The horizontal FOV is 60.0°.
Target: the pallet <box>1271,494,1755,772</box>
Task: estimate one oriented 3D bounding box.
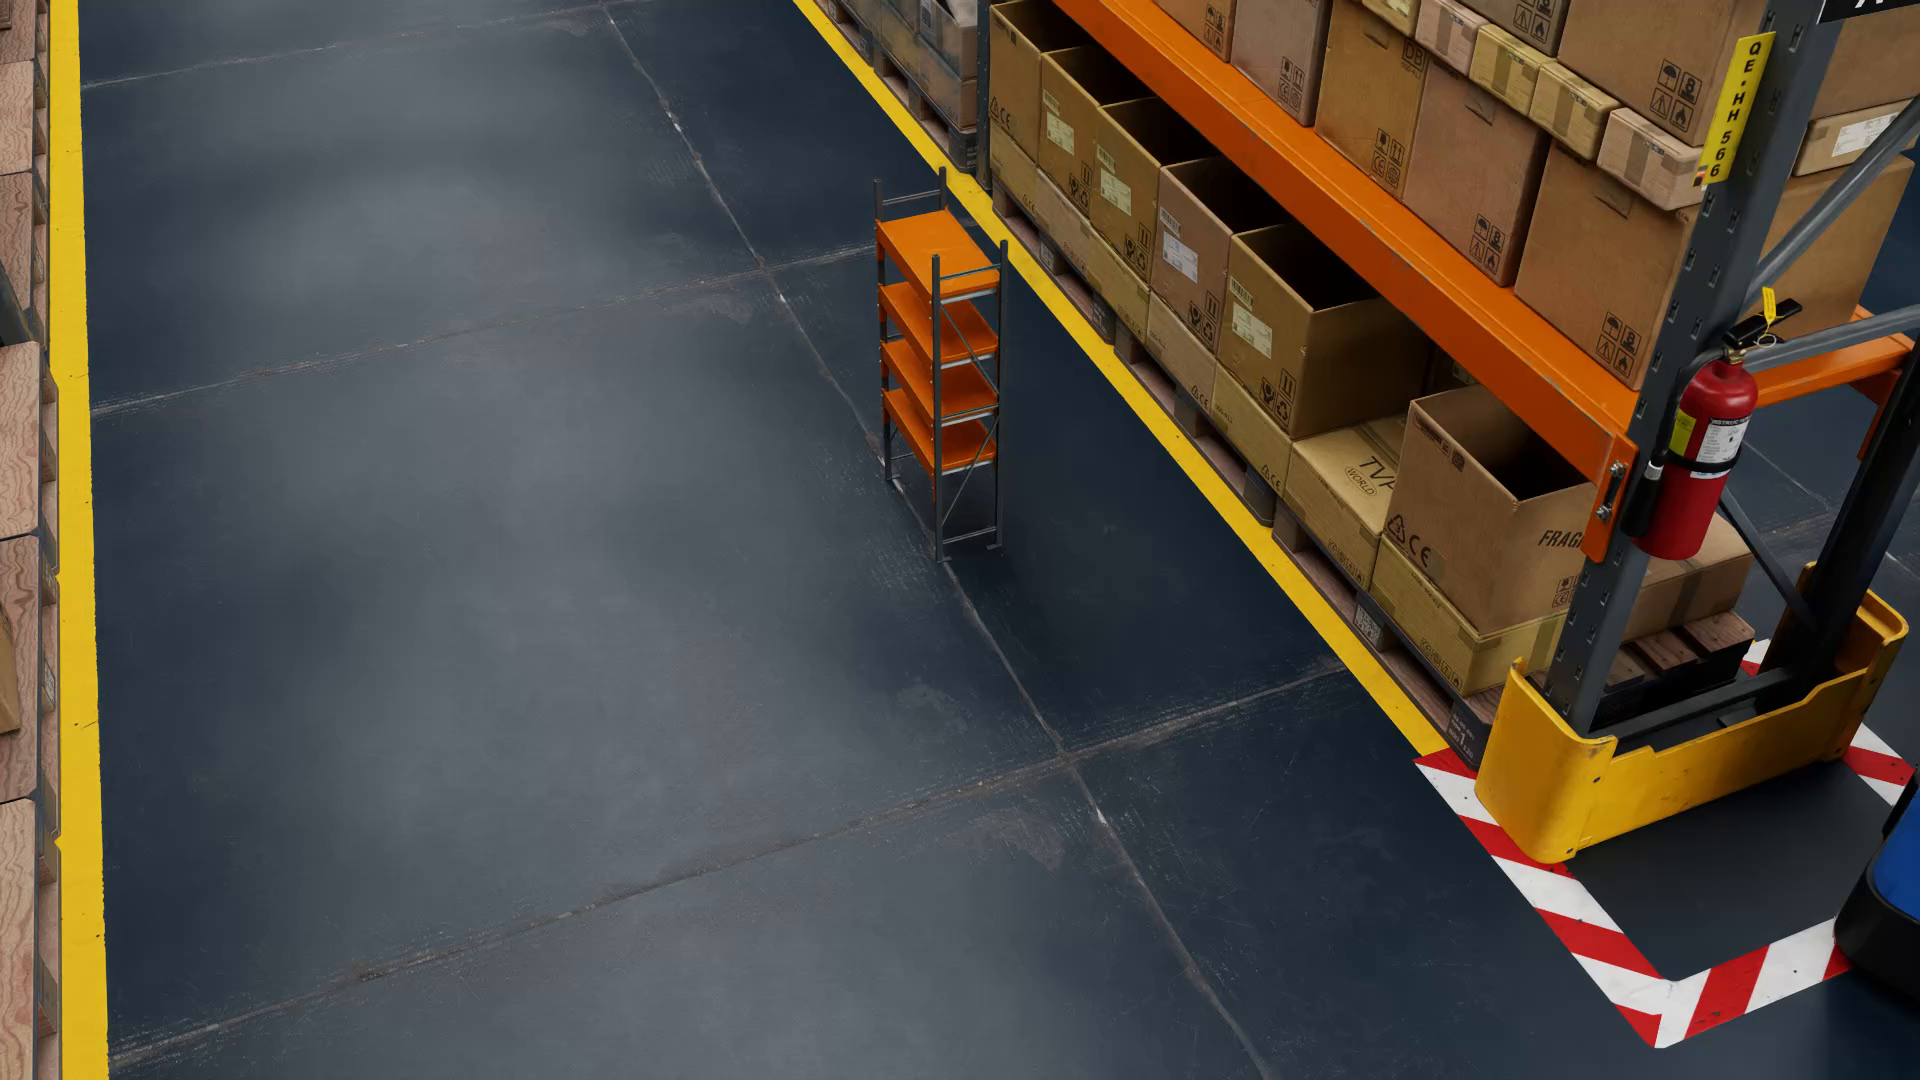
[{"bbox_3d":[1.757,0.133,5.434,1.003,0.211,1.213,-15,43,-17],"label":"pallet"}]

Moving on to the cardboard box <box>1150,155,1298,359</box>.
[{"bbox_3d":[1.022,-1.024,5.852,0.500,0.500,0.500,-15,43,-17],"label":"cardboard box"}]

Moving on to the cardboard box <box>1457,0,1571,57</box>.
[{"bbox_3d":[1.695,-1.636,4.280,0.700,0.500,0.500,-16,43,-18],"label":"cardboard box"}]

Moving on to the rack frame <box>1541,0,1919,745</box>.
[{"bbox_3d":[2.088,-0.474,4.001,1.000,3.000,0.127,-15,43,-17],"label":"rack frame"}]

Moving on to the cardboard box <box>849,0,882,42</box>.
[{"bbox_3d":[-0.257,-2.791,8.482,0.500,0.250,0.500,-14,43,-16],"label":"cardboard box"}]

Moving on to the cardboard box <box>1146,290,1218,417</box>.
[{"bbox_3d":[1.025,-0.741,6.098,0.500,0.250,0.500,-15,43,-17],"label":"cardboard box"}]

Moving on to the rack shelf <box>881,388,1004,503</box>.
[{"bbox_3d":[-0.063,-0.353,5.648,0.258,0.148,0.480,-15,43,-17],"label":"rack shelf"}]

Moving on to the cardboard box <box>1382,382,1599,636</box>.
[{"bbox_3d":[1.608,-0.124,4.805,0.500,0.500,0.500,-15,43,-17],"label":"cardboard box"}]

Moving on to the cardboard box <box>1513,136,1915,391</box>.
[{"bbox_3d":[1.922,-0.797,4.299,0.700,0.500,0.500,-15,43,-17],"label":"cardboard box"}]

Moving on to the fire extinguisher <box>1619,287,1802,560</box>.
[{"bbox_3d":[1.704,-0.258,3.809,0.296,0.674,0.183,-15,43,-17],"label":"fire extinguisher"}]

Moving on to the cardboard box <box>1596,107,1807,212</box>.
[{"bbox_3d":[1.766,-0.941,3.969,0.380,0.149,0.250,-16,43,-18],"label":"cardboard box"}]

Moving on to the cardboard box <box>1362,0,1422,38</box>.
[{"bbox_3d":[1.372,-1.562,4.692,0.380,0.149,0.250,-14,43,-16],"label":"cardboard box"}]

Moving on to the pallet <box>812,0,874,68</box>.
[{"bbox_3d":[-0.231,-2.997,9.073,1.003,0.211,1.213,-15,43,-17],"label":"pallet"}]

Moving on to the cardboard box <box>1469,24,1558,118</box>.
[{"bbox_3d":[1.567,-1.252,4.331,0.380,0.149,0.250,-16,43,-17],"label":"cardboard box"}]

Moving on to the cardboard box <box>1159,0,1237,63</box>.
[{"bbox_3d":[1.130,-2.037,5.741,0.700,0.500,0.500,-14,43,-16],"label":"cardboard box"}]

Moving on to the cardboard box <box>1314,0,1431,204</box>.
[{"bbox_3d":[1.532,-1.412,5.015,0.700,0.500,0.500,-15,43,-17],"label":"cardboard box"}]

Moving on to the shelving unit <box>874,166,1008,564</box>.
[{"bbox_3d":[-0.063,-0.555,5.475,0.258,1.200,0.503,-15,43,-17],"label":"shelving unit"}]

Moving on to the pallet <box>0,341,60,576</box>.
[{"bbox_3d":[-3.728,-0.193,5.812,1.003,0.211,1.213,-15,43,-17],"label":"pallet"}]

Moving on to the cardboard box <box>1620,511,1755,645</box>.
[{"bbox_3d":[2.089,0.030,5.201,0.500,0.250,0.500,-15,43,-17],"label":"cardboard box"}]

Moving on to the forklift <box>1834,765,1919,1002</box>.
[{"bbox_3d":[3.717,-0.450,4.025,1.130,2.935,3.031,33,51,32],"label":"forklift"}]

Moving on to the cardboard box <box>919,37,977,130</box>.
[{"bbox_3d":[0.131,-2.178,7.769,0.500,0.250,0.500,-16,43,-17],"label":"cardboard box"}]

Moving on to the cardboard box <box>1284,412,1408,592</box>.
[{"bbox_3d":[1.408,-0.139,5.397,0.500,0.250,0.500,-15,43,-17],"label":"cardboard box"}]

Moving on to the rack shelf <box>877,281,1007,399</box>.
[{"bbox_3d":[-0.063,-0.673,5.373,0.258,0.148,0.480,-15,43,-17],"label":"rack shelf"}]

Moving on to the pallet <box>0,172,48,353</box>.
[{"bbox_3d":[-4.317,-1.057,6.817,1.003,0.211,1.213,-15,43,-17],"label":"pallet"}]

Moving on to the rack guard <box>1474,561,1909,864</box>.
[{"bbox_3d":[2.098,0.488,4.799,1.175,0.500,0.348,-15,43,-17],"label":"rack guard"}]

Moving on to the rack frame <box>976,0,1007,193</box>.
[{"bbox_3d":[0.558,-2.884,6.803,1.000,3.000,0.127,-15,43,-17],"label":"rack frame"}]

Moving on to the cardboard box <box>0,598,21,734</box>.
[{"bbox_3d":[-3.121,0.308,4.671,0.700,0.500,0.500,-18,44,-20],"label":"cardboard box"}]

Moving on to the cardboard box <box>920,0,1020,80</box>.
[{"bbox_3d":[0.138,-2.386,7.580,0.500,0.311,0.500,-15,43,-17],"label":"cardboard box"}]

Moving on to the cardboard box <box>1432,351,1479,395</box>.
[{"bbox_3d":[1.896,-0.555,5.306,0.500,0.500,0.500,-15,43,-17],"label":"cardboard box"}]

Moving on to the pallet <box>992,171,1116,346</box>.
[{"bbox_3d":[0.824,-1.337,7.143,1.003,0.211,1.213,-15,43,-17],"label":"pallet"}]

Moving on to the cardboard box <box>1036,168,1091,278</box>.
[{"bbox_3d":[0.642,-1.343,6.798,0.500,0.250,0.500,-15,43,-17],"label":"cardboard box"}]

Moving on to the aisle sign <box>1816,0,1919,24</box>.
[{"bbox_3d":[1.842,-1.347,3.022,0.394,0.787,0.004,-15,43,-17],"label":"aisle sign"}]

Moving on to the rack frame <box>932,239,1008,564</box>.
[{"bbox_3d":[0.030,-0.408,5.304,0.240,1.200,0.015,-15,43,-17],"label":"rack frame"}]

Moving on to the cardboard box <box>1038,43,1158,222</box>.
[{"bbox_3d":[0.645,-1.628,6.554,0.500,0.500,0.500,-15,43,-17],"label":"cardboard box"}]
